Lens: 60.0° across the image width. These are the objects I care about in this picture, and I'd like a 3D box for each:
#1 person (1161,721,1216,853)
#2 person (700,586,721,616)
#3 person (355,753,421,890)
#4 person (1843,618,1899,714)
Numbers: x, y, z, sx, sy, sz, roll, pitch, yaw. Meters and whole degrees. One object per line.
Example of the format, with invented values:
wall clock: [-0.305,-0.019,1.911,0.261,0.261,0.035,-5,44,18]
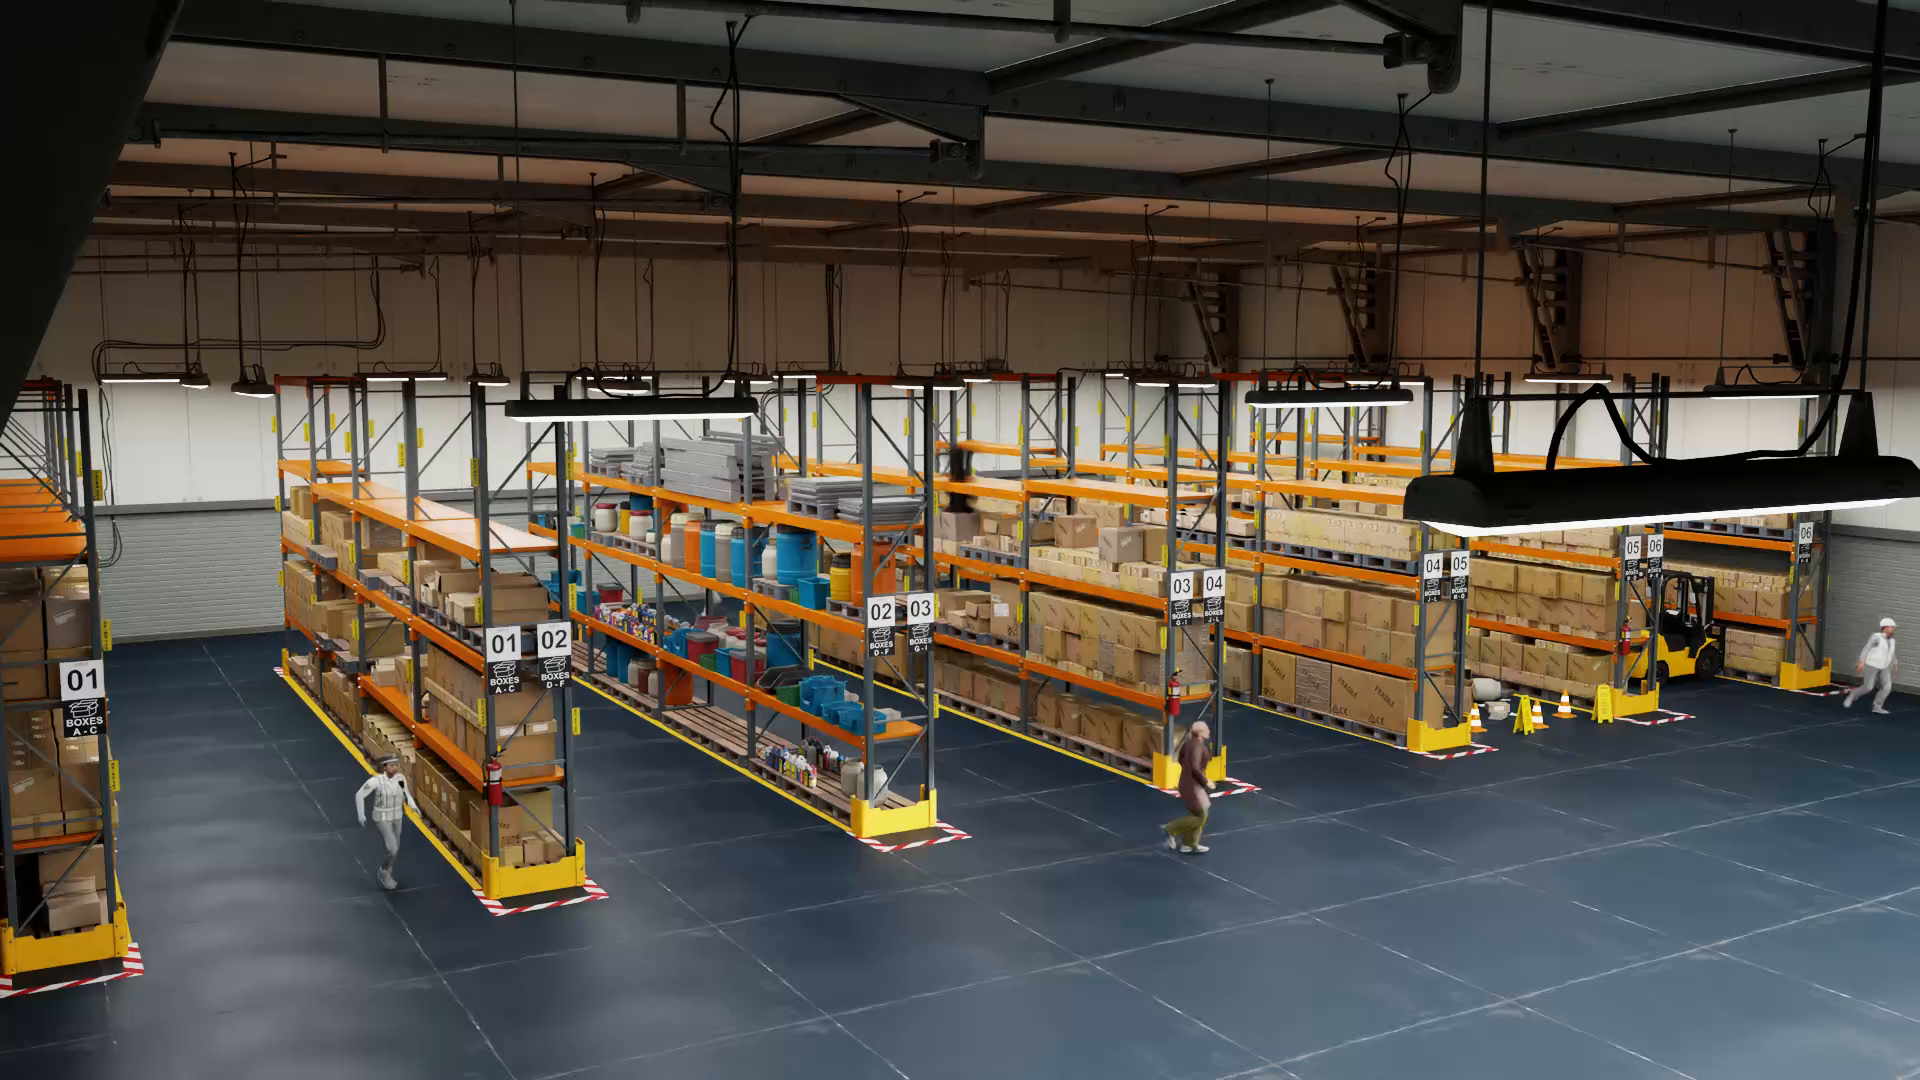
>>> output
person: [2.901,3.165,21.253,0.692,1.713,0.713,0,6,-3]
person: [-5.882,1.201,39.936,0.661,1.528,0.525,2,7,17]
person: [-6.810,3.348,19.803,0.730,1.663,0.568,5,8,38]
person: [16.321,2.225,29.760,0.735,1.721,0.716,-3,7,-23]
